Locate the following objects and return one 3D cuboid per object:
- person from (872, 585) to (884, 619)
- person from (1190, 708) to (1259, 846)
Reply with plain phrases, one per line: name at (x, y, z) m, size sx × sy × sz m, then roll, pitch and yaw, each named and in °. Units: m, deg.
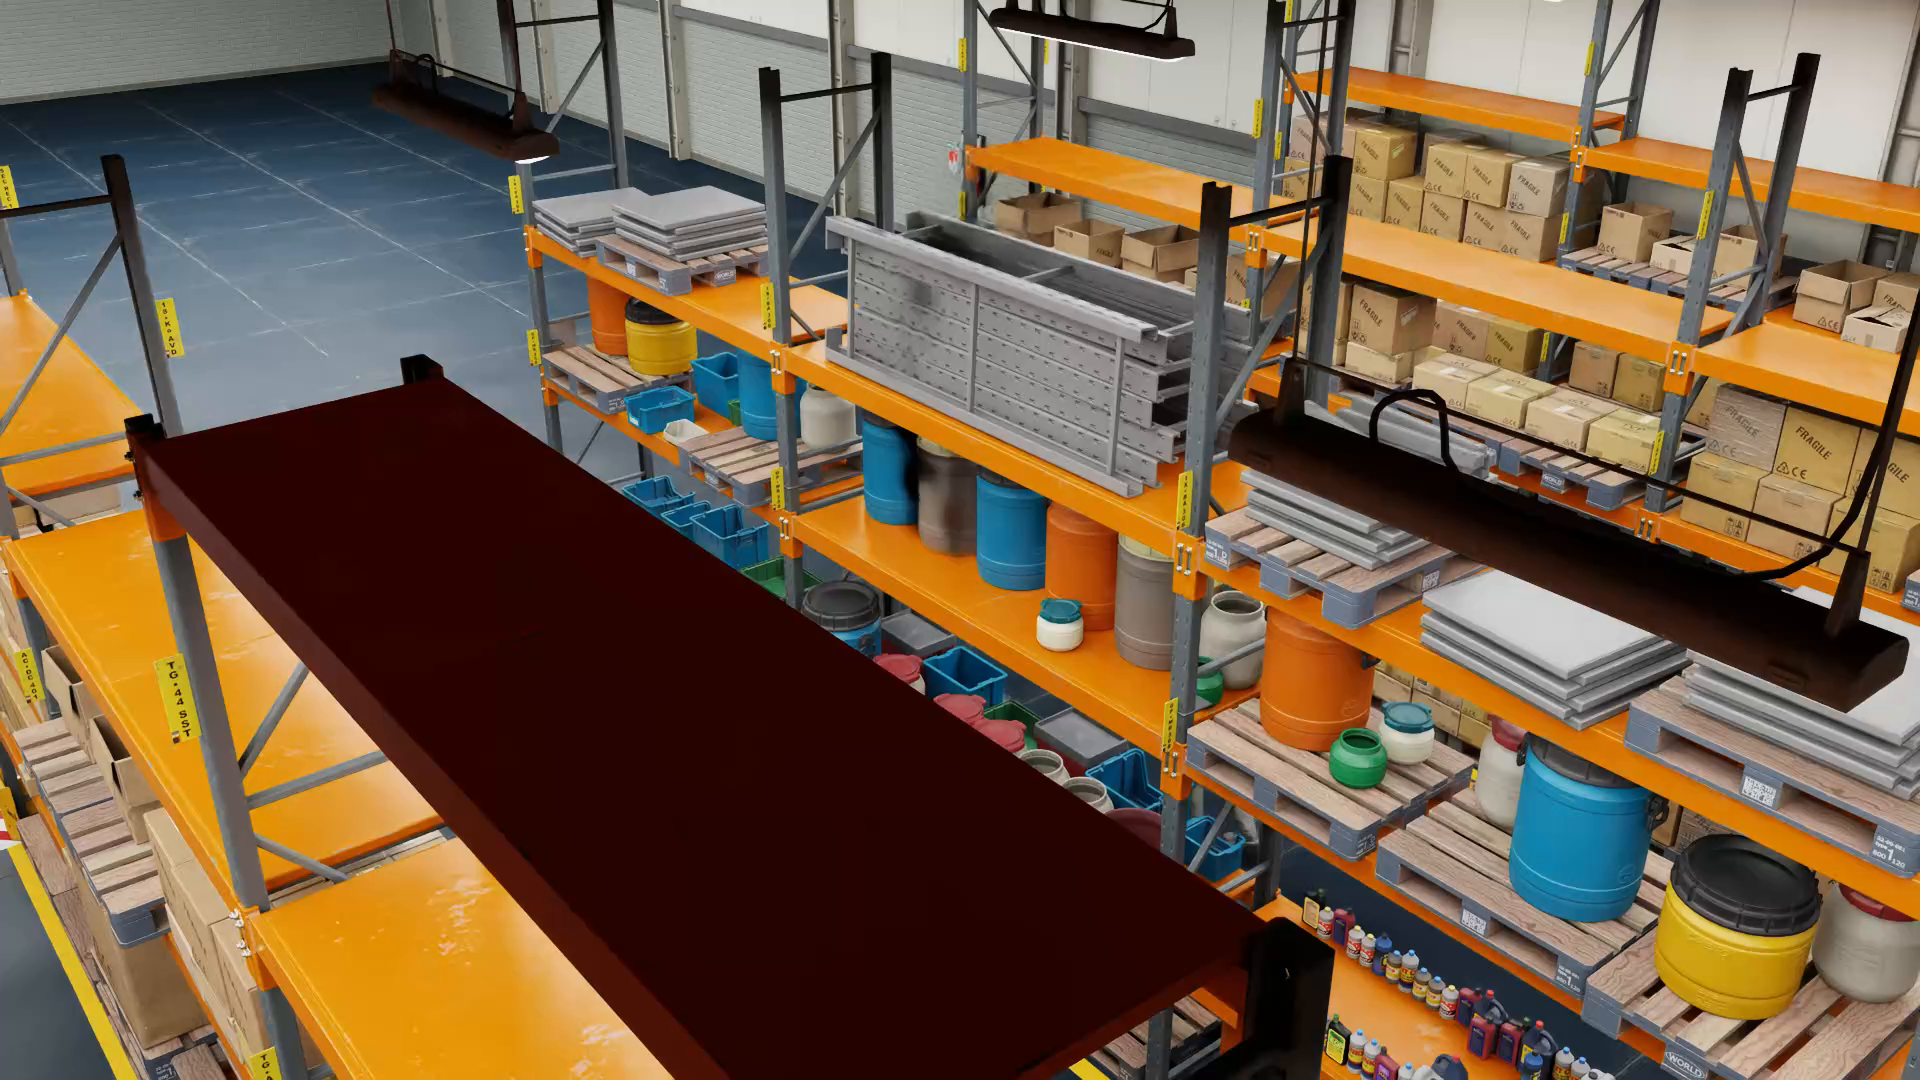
person at (-0.647, 0.465, 15.496) m, size 0.506 × 1.600 × 1.033 m, roll -17°, pitch 31°, yaw -31°
person at (2.020, 1.617, 12.892) m, size 0.762 × 1.840 × 0.642 m, roll 24°, pitch 34°, yaw 40°
